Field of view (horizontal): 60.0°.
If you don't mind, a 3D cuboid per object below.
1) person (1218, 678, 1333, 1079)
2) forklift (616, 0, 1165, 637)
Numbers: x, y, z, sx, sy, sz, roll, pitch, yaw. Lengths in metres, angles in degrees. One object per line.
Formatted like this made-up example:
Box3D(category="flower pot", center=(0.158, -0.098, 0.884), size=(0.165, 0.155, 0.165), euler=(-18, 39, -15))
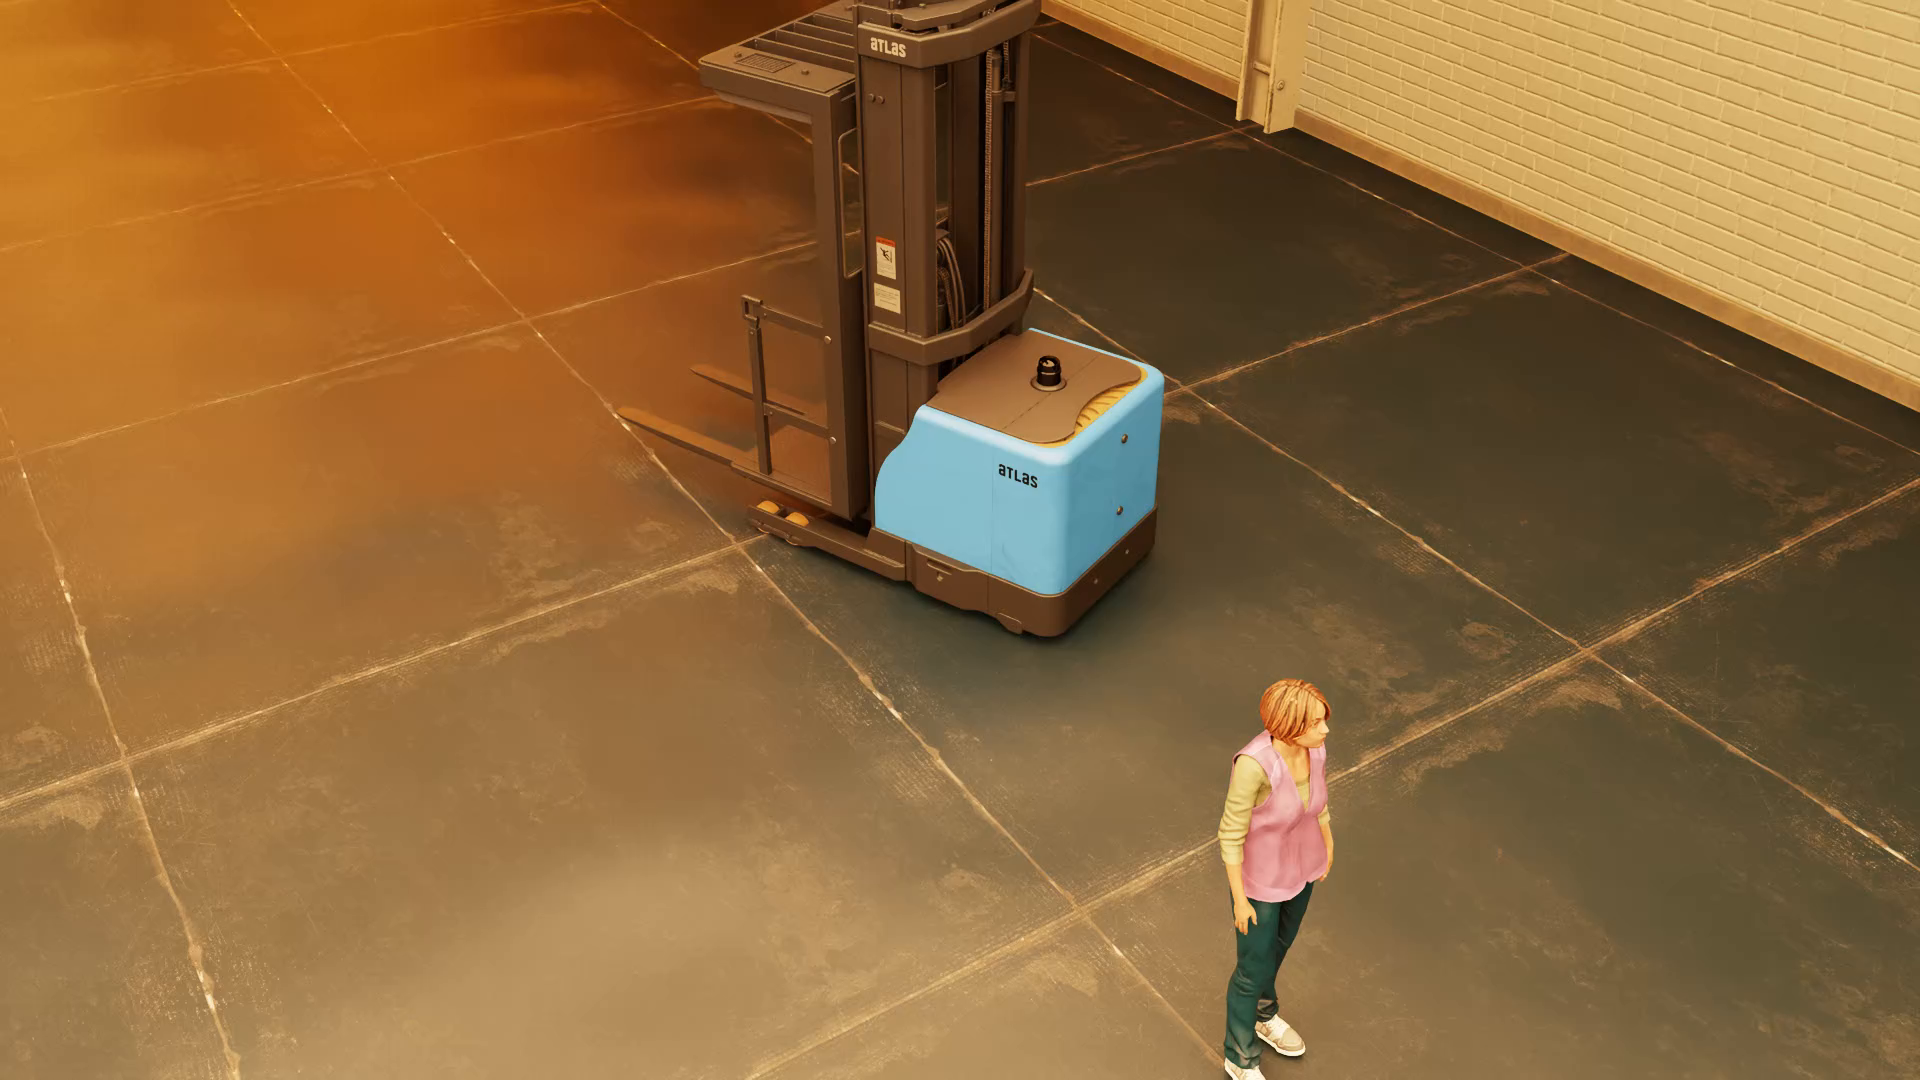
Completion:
Box3D(category="person", center=(1.115, 1.177, 5.623), size=(0.519, 1.594, 0.474), euler=(-26, 43, -32))
Box3D(category="forklift", center=(-0.500, -1.399, 8.138), size=(3.031, 2.935, 1.130), euler=(22, 41, 28))
